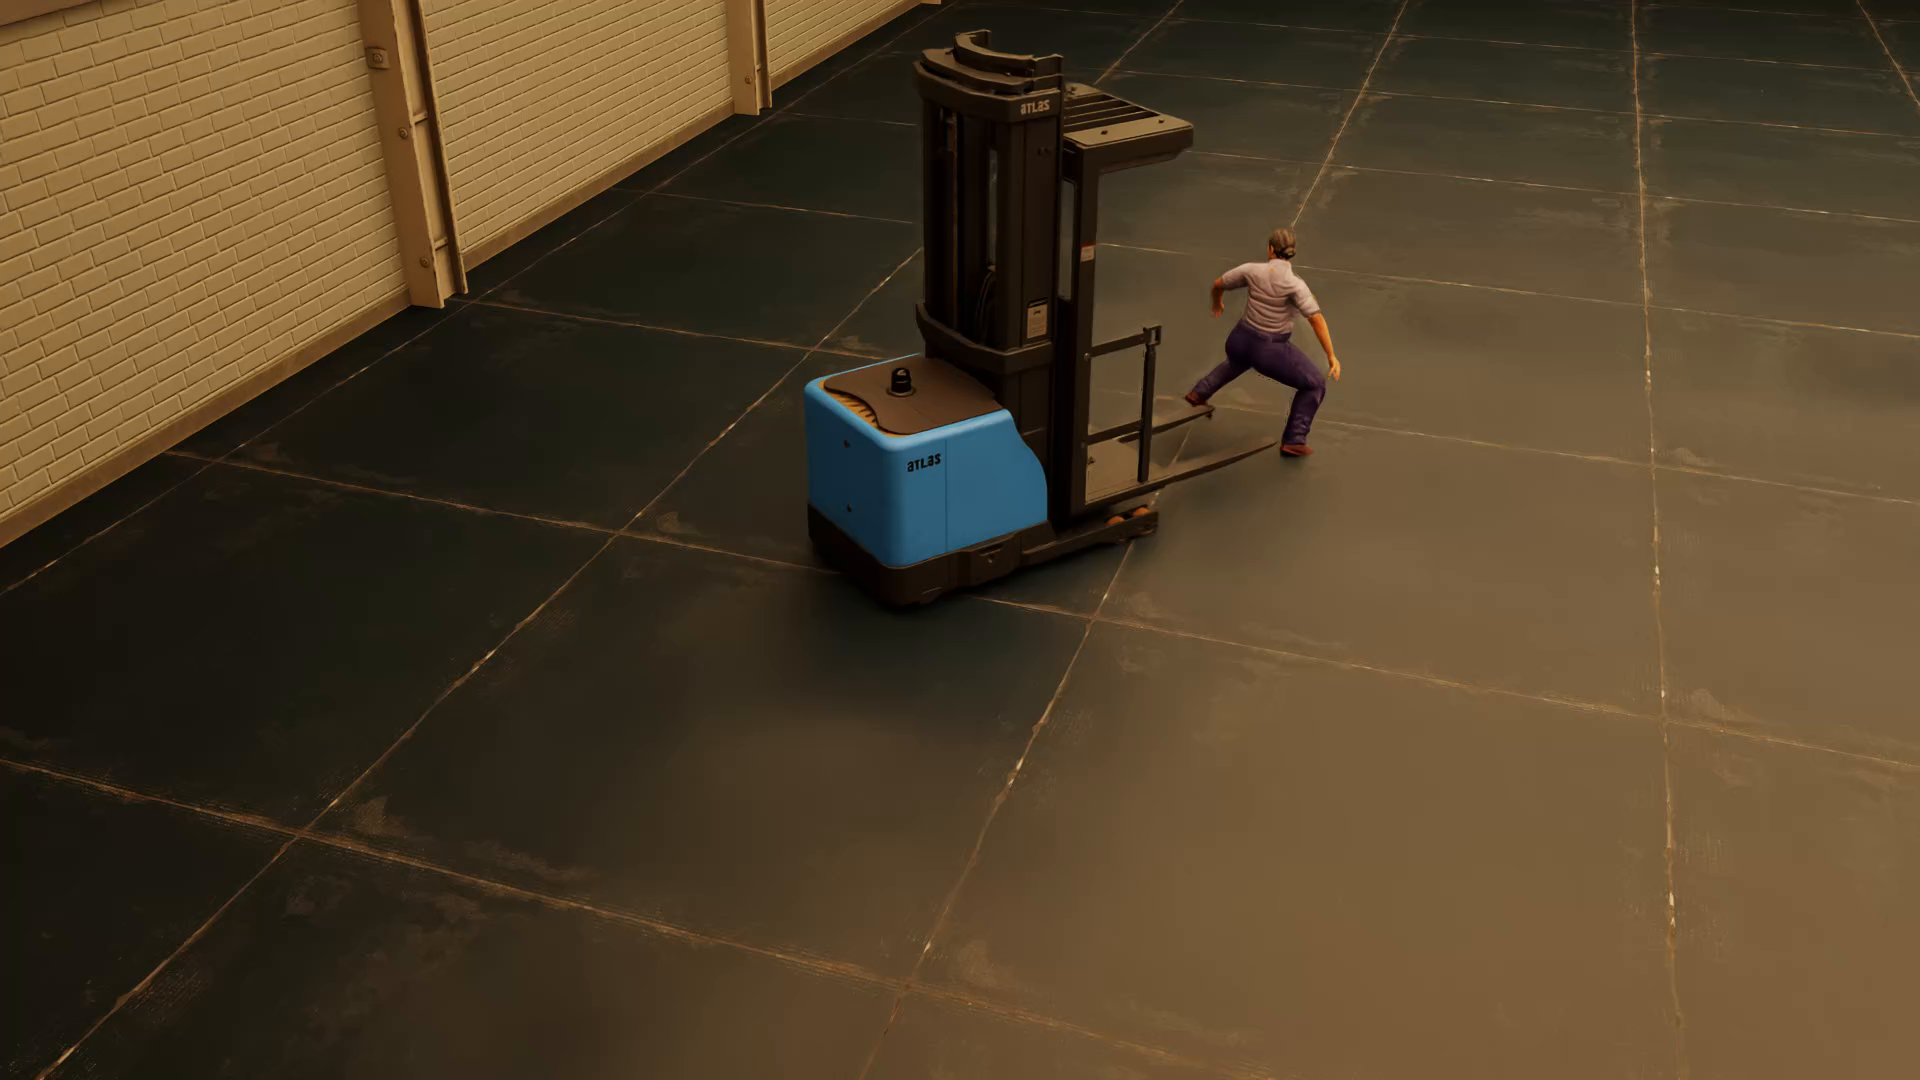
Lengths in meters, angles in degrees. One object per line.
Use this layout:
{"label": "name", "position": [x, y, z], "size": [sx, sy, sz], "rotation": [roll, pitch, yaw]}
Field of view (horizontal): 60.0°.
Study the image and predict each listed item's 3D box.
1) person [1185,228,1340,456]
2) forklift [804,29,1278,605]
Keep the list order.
{"label": "person", "position": [2.049, -1.285, 10.893], "size": [1.049, 1.544, 0.485], "rotation": [26, 39, 38]}
{"label": "forklift", "position": [0.608, -1.449, 9.679], "size": [3.031, 2.935, 1.130], "rotation": [-18, 34, -28]}
